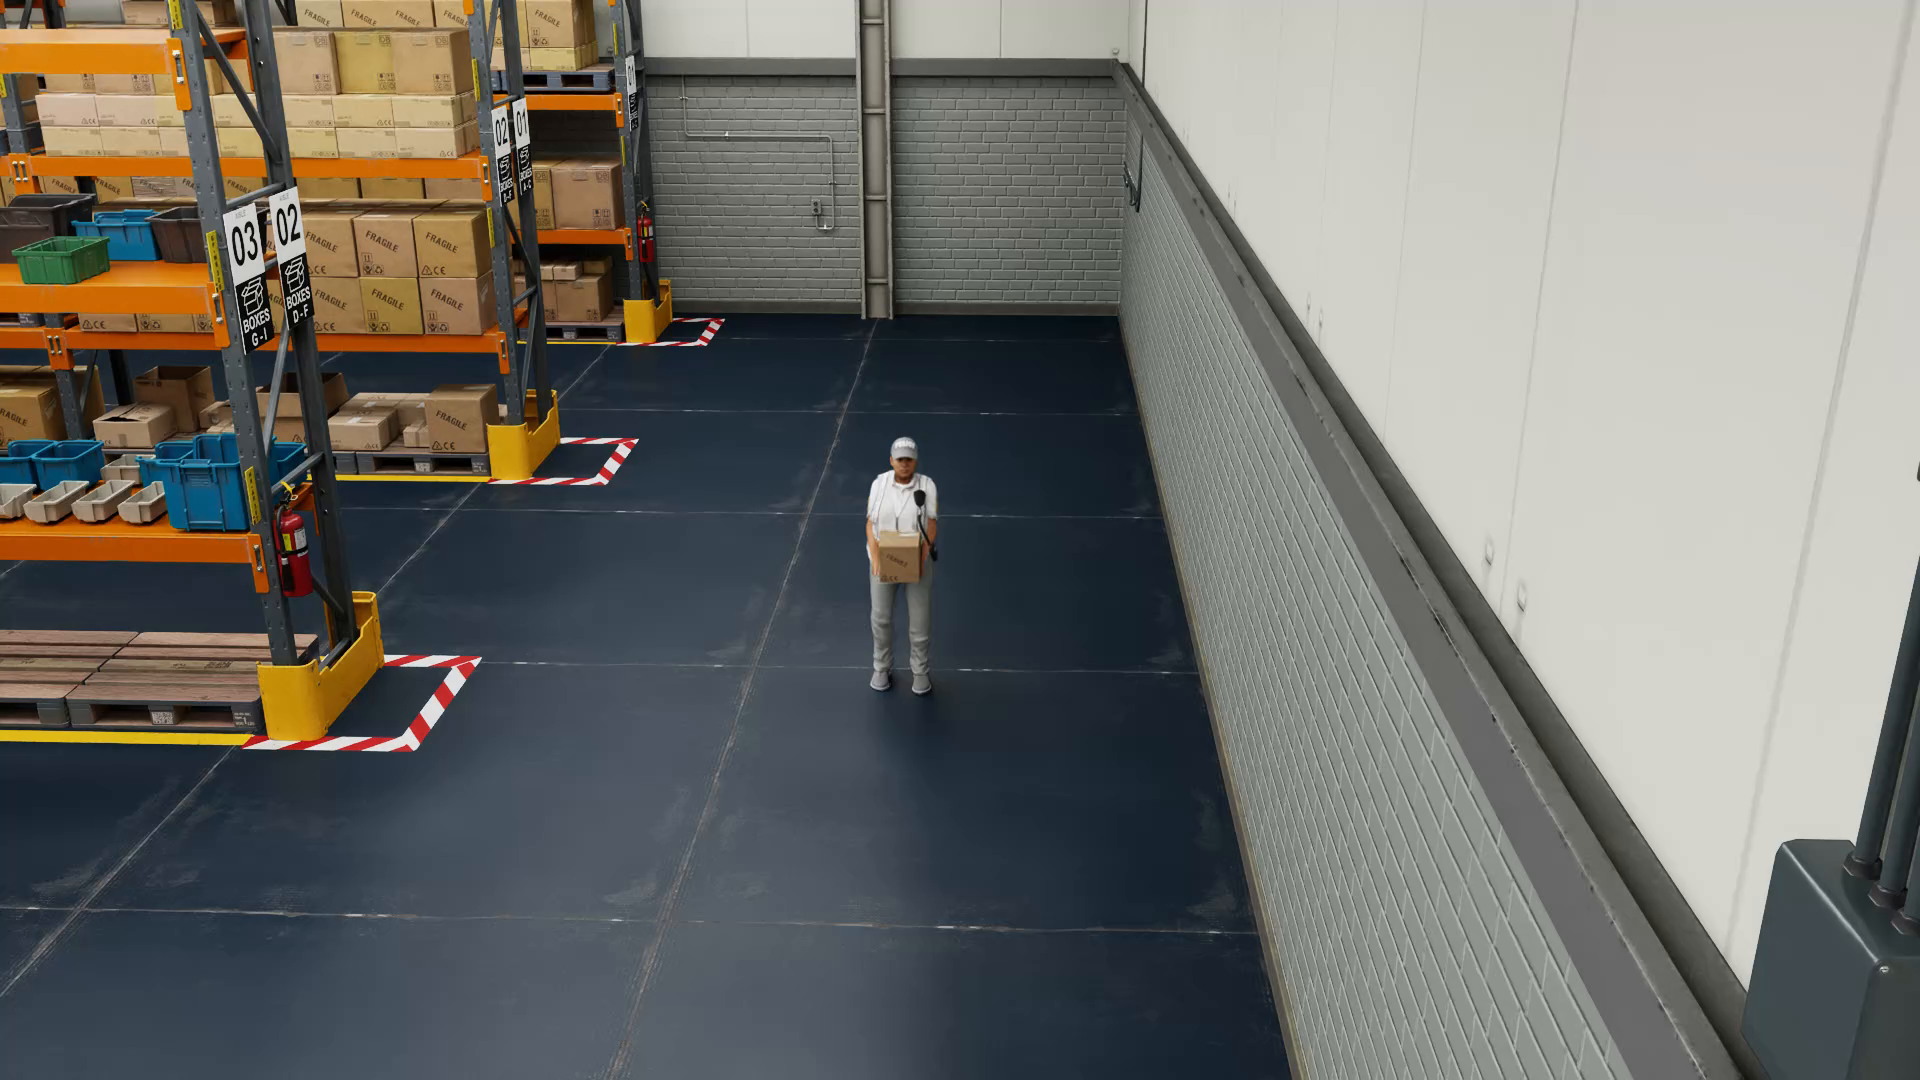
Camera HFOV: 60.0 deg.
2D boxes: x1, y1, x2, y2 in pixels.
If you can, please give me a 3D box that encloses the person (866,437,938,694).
[{"bbox_3d":[-0.369,0.176,10.620,0.456,1.660,0.535,1,21,3],"label":"person"}]
